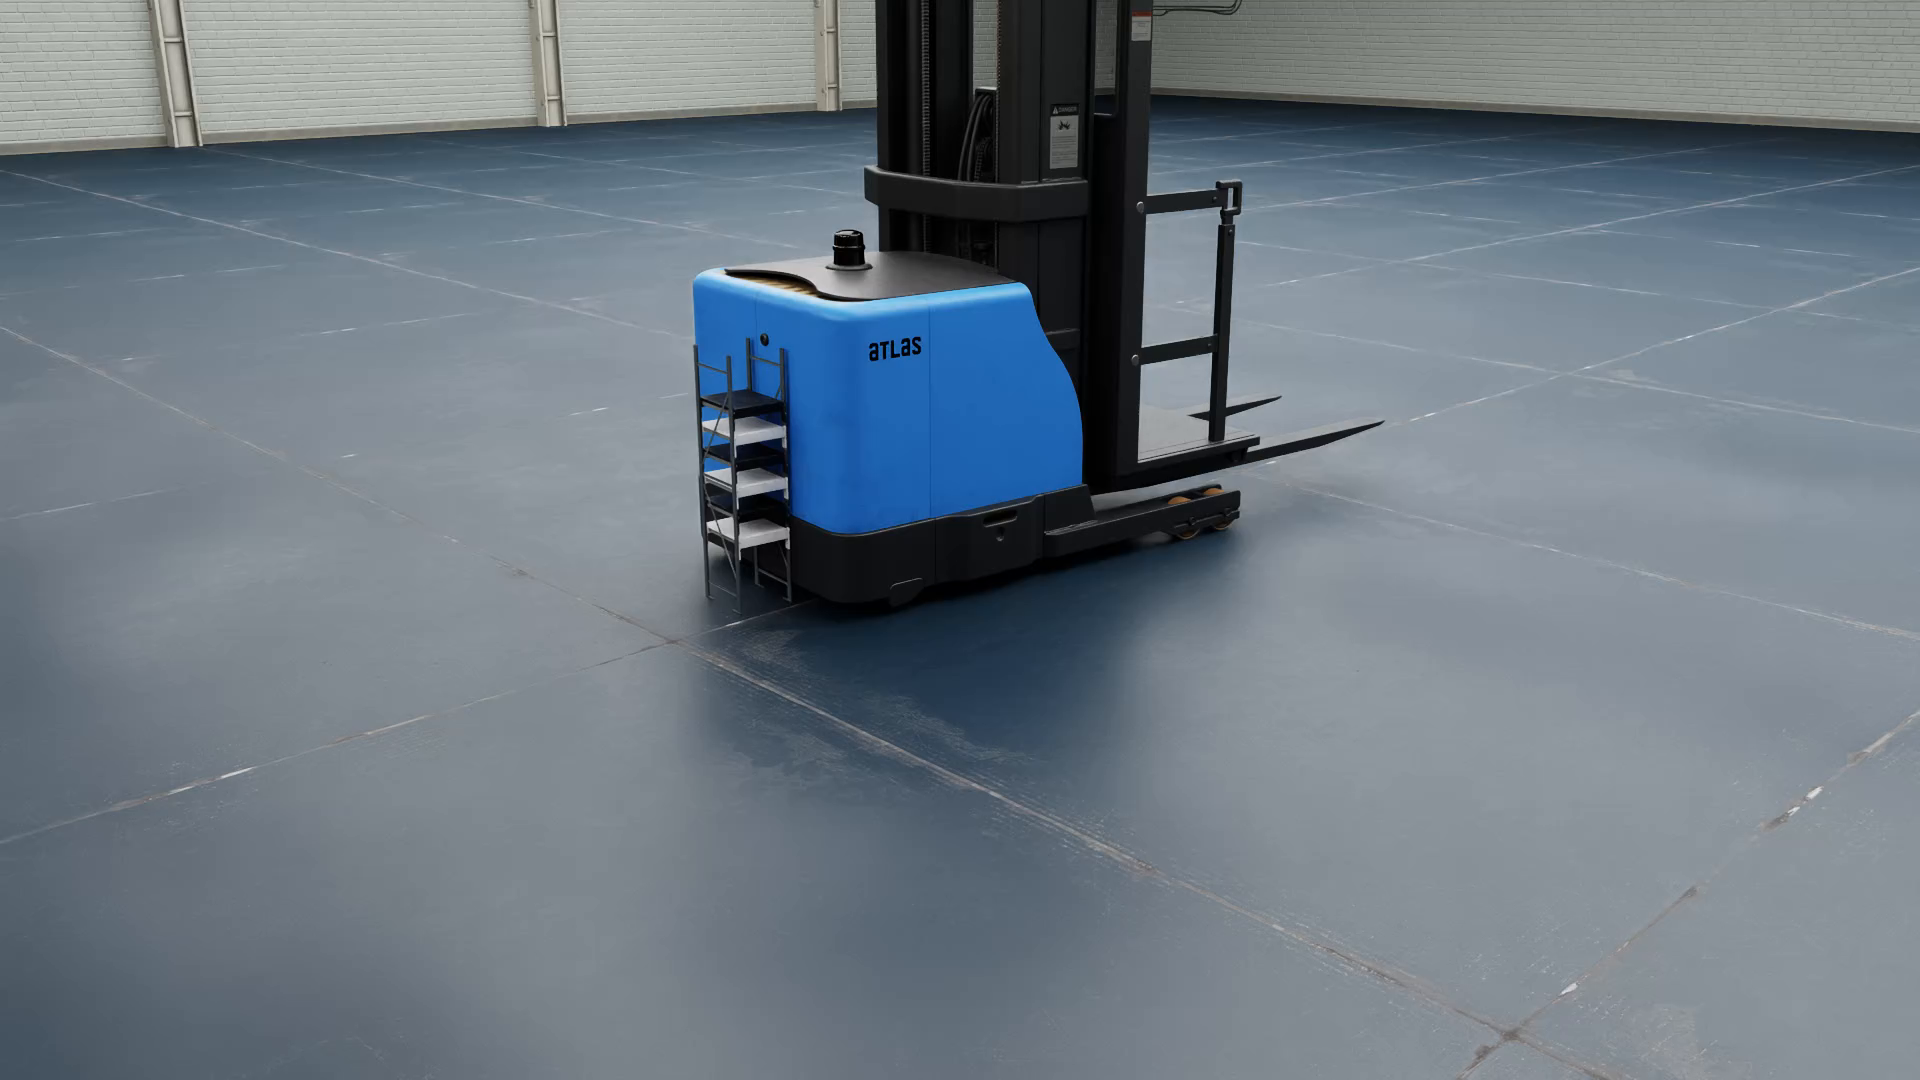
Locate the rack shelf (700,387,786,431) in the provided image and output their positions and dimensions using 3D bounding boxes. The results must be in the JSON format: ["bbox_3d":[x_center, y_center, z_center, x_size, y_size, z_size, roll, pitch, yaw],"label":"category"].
[{"bbox_3d":[-0.742,-0.445,5.631,0.200,0.077,0.258,-13,22,-36],"label":"rack shelf"}]

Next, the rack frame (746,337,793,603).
[{"bbox_3d":[-0.661,-0.239,5.763,0.006,0.900,0.240,-13,22,-36],"label":"rack frame"}]

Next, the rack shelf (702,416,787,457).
[{"bbox_3d":[-0.742,-0.359,5.658,0.200,0.077,0.258,-13,22,-36],"label":"rack shelf"}]

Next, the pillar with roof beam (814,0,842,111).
[{"bbox_3d":[0.447,-11.571,27.582,0.400,9.000,9.100,-16,24,-41],"label":"pillar with roof beam"}]

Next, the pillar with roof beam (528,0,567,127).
[{"bbox_3d":[-3.912,-10.300,23.661,0.400,9.000,9.100,-16,24,-41],"label":"pillar with roof beam"}]

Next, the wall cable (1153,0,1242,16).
[{"bbox_3d":[4.898,-12.658,35.969,0.112,2.526,3.097,-16,24,-41],"label":"wall cable"}]

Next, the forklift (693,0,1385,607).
[{"bbox_3d":[0.494,-1.512,6.395,3.031,2.935,1.130,-13,22,-36],"label":"forklift"}]

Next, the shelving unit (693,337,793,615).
[{"bbox_3d":[-0.742,-0.220,5.704,0.210,0.900,0.258,-13,22,-36],"label":"shelving unit"}]

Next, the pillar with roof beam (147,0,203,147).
[{"bbox_3d":[-8.272,-9.028,19.739,0.400,9.000,9.100,-16,24,-41],"label":"pillar with roof beam"}]

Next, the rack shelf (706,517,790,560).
[{"bbox_3d":[-0.742,-0.017,5.769,0.200,0.077,0.258,-13,22,-36],"label":"rack shelf"}]

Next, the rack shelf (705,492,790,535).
[{"bbox_3d":[-0.742,-0.103,5.742,0.200,0.077,0.258,-13,22,-36],"label":"rack shelf"}]

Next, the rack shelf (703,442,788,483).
[{"bbox_3d":[-0.742,-0.274,5.686,0.200,0.077,0.258,-13,22,-36],"label":"rack shelf"}]

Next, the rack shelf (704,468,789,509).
[{"bbox_3d":[-0.742,-0.188,5.714,0.200,0.077,0.258,-13,22,-36],"label":"rack shelf"}]

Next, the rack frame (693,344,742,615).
[{"bbox_3d":[-0.822,-0.201,5.645,0.006,0.900,0.240,-13,22,-36],"label":"rack frame"}]
